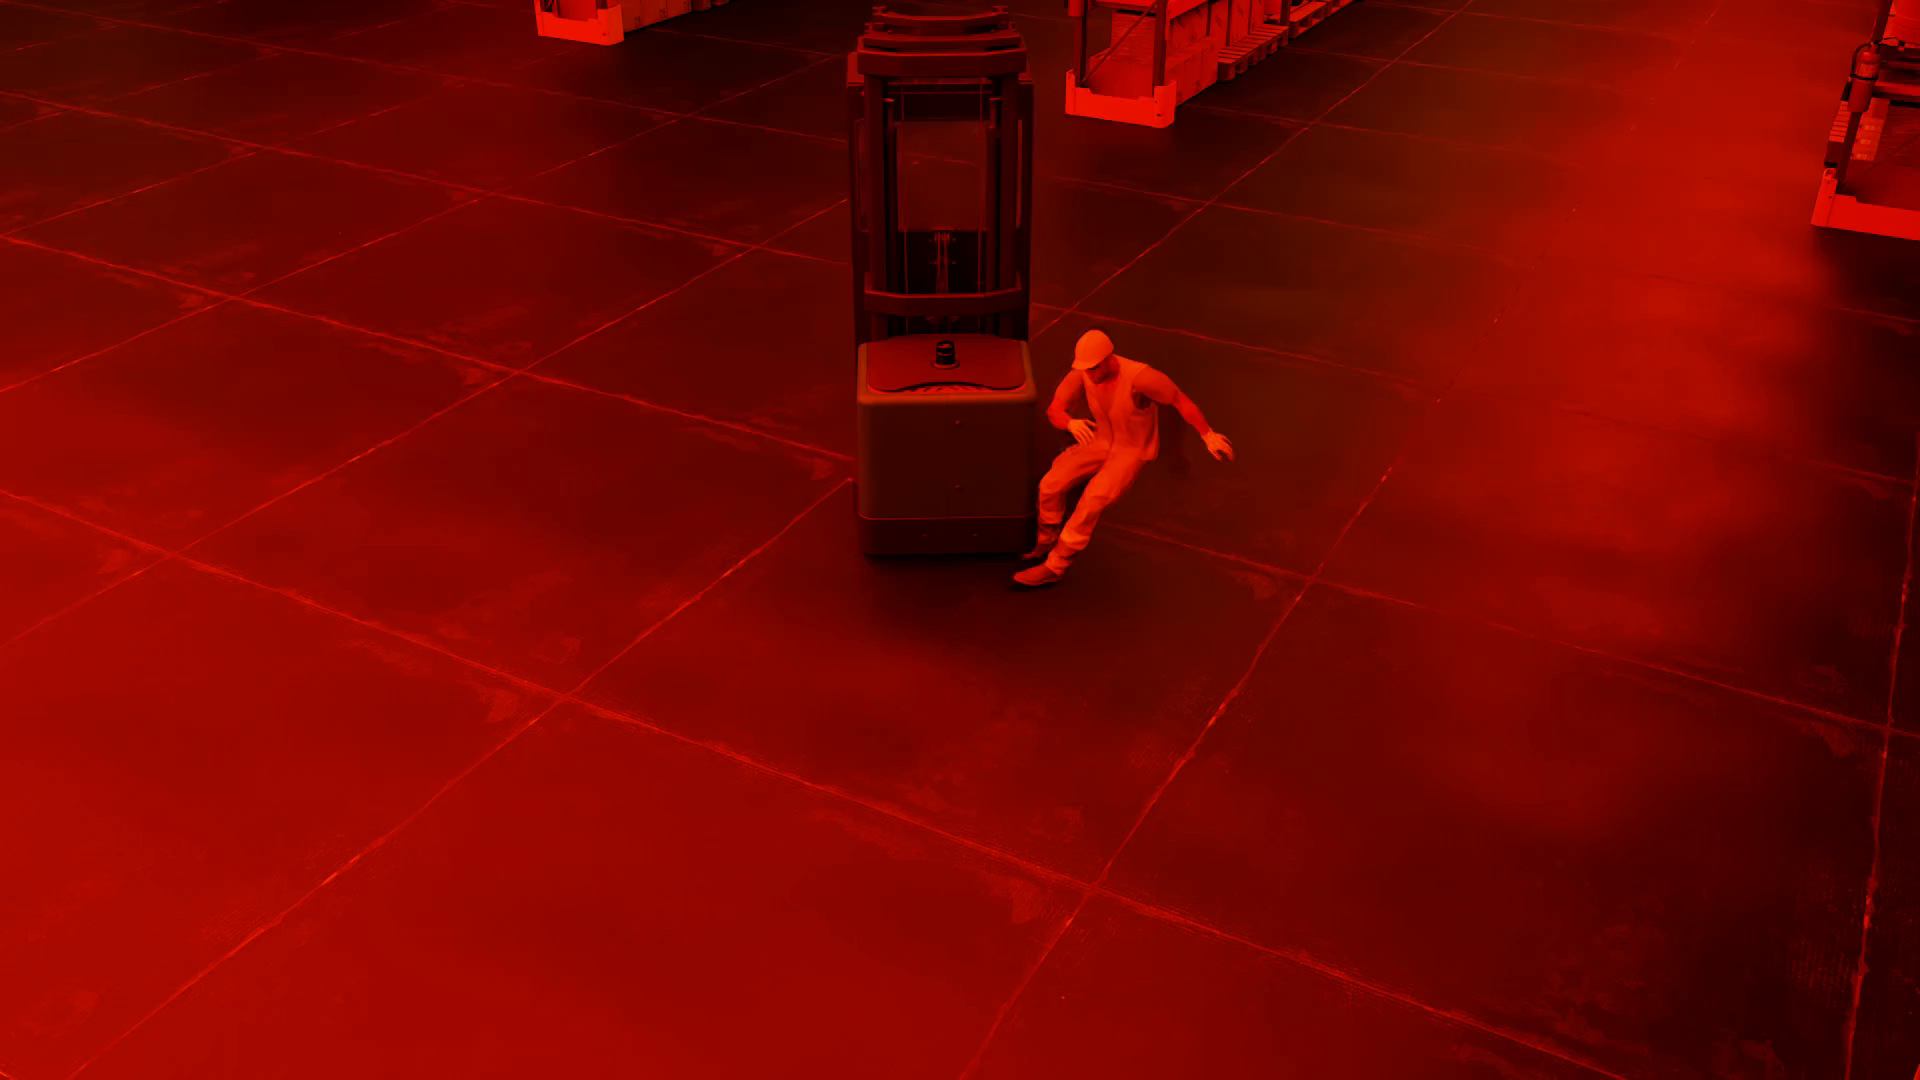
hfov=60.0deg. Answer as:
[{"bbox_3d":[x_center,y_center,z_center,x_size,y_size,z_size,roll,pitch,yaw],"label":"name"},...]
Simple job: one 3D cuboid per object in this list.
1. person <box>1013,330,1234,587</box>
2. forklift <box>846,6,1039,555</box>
[{"bbox_3d":[0.838,-0.421,9.323,1.084,1.497,0.964,22,37,33],"label":"person"},{"bbox_3d":[-0.126,-1.883,10.333,1.130,2.935,3.031,-1,30,-2],"label":"forklift"}]
